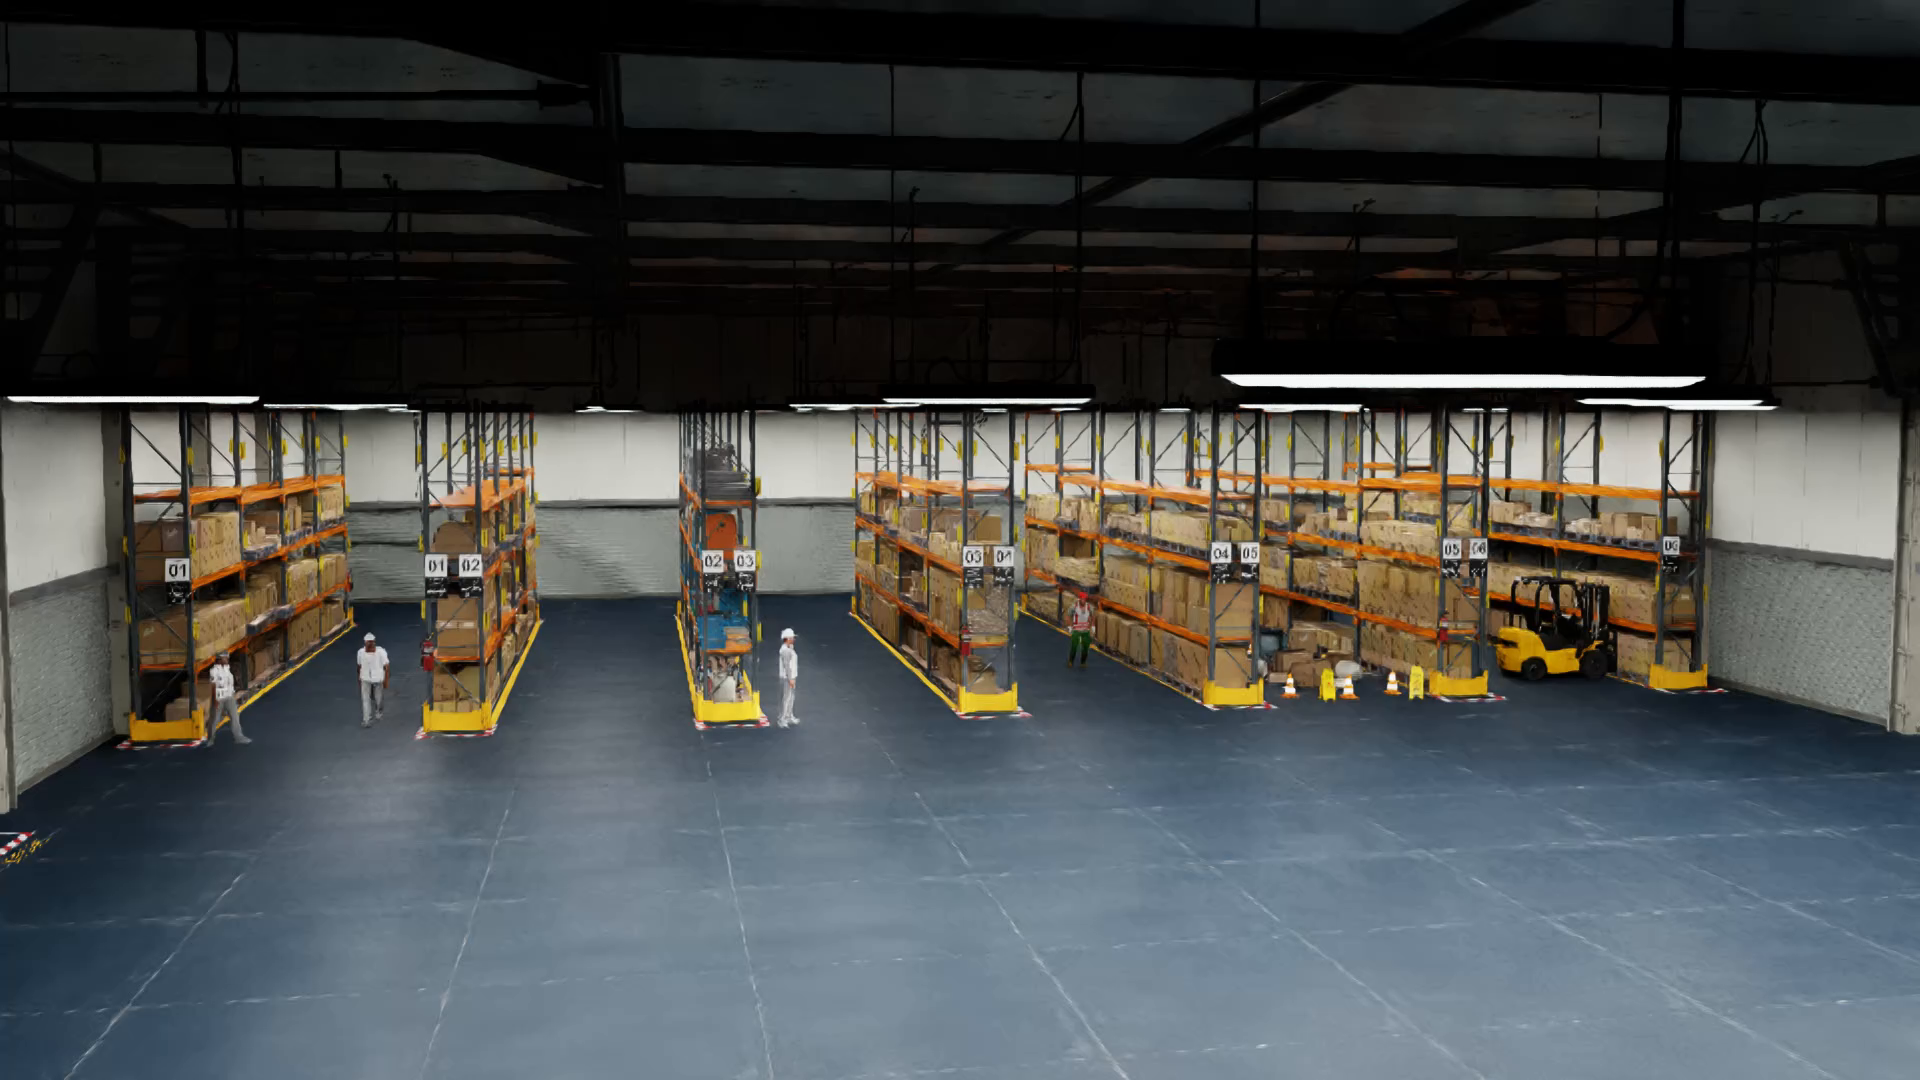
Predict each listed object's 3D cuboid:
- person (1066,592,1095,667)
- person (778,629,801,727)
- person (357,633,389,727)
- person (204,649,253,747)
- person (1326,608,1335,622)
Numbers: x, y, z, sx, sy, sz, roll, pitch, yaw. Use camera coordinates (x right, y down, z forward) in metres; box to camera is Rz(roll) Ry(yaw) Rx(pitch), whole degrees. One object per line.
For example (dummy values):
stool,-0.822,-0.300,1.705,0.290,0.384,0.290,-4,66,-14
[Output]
person,2.731,2.027,37.576,0.677,1.742,0.552,-1,4,-12
person,-3.151,2.513,30.560,0.385,1.780,0.687,0,4,-1
person,-10.824,2.554,30.662,0.589,1.716,1.043,-1,4,-12
person,-12.693,2.710,28.725,0.558,1.670,0.697,2,5,26
person,9.946,1.504,45.215,0.522,1.591,0.523,2,5,20
